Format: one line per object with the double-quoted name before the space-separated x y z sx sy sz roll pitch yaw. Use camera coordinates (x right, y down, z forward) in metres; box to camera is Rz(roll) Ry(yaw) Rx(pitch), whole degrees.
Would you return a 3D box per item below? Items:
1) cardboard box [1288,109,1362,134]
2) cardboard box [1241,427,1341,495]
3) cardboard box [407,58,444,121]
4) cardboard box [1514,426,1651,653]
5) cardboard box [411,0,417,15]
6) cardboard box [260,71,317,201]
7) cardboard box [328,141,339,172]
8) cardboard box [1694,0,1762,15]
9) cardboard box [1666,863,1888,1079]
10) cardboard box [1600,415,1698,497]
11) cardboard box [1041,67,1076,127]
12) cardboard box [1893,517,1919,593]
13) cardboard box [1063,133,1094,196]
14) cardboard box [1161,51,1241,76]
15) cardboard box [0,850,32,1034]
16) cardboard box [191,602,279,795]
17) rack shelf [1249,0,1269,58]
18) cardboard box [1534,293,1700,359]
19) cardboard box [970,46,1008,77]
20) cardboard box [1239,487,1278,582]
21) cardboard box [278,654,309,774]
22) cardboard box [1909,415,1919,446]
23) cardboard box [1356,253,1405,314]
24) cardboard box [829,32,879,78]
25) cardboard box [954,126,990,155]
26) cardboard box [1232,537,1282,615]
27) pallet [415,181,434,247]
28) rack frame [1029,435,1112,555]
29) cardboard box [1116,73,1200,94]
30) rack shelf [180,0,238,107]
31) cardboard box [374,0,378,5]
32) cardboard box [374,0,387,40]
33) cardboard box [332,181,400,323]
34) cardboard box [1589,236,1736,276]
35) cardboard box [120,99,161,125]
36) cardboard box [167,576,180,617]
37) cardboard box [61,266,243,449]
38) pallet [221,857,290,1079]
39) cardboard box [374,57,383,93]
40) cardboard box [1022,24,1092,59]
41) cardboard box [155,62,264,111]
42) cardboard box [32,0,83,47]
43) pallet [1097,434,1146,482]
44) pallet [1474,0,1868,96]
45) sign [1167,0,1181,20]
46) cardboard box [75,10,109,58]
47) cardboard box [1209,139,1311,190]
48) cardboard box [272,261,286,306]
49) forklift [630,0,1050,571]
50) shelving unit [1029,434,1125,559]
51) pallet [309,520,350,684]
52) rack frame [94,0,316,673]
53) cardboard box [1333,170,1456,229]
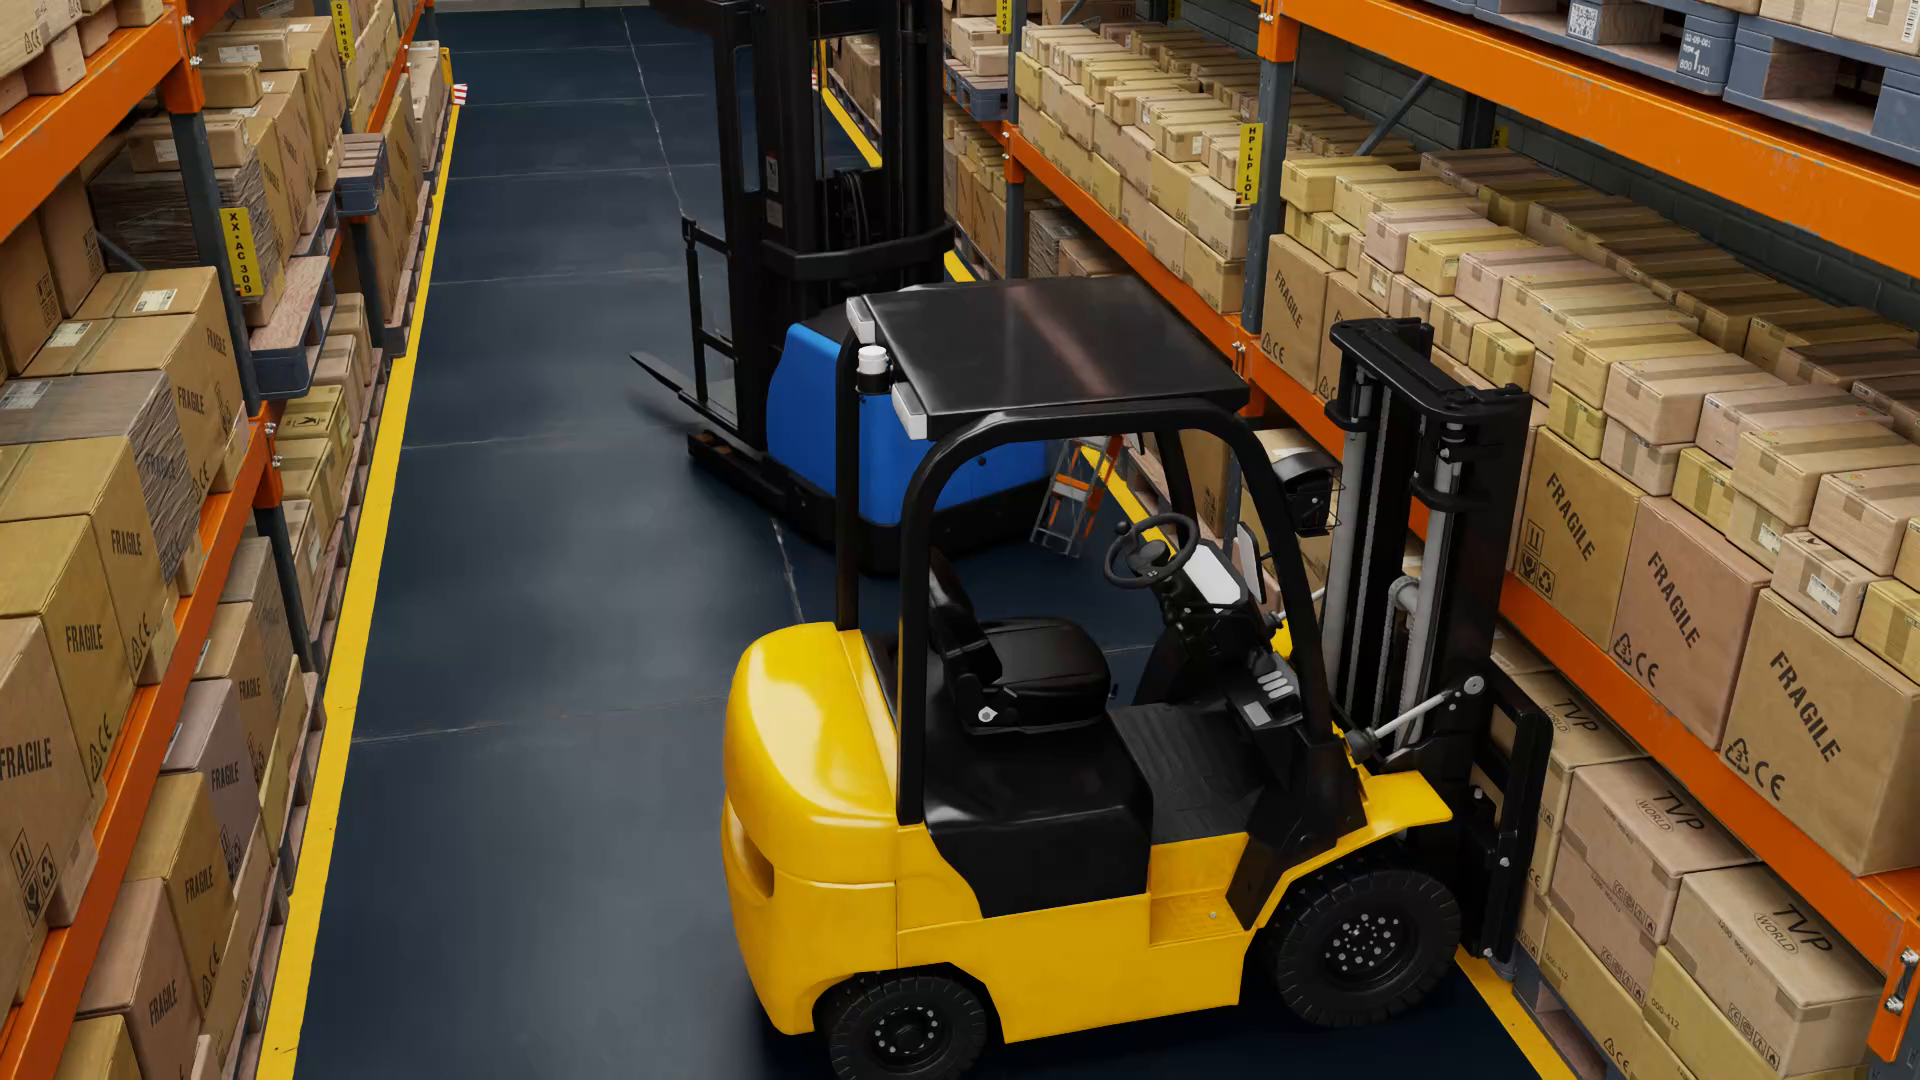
"cardboard box" 1.690 -1.955 7.964 0.380 0.149 0.250 -6 27 -12
"cardboard box" 1.506 -0.264 6.920 0.500 0.250 0.500 -6 27 -12
"cardboard box" -5.376 -4.228 15.674 0.875 0.438 0.875 -5 27 -10
"cardboard box" 2.014 -0.034 4.877 0.500 0.500 0.500 -6 27 -13
"cardboard box" -5.001 -4.826 14.371 0.500 0.500 0.500 -6 27 -11
"cardboard box" -3.296 -1.859 7.697 0.500 0.500 0.500 -7 28 -14
"cardboard box" -3.450 -1.980 8.657 0.380 0.149 0.250 -7 28 -14
"cardboard box" 2.134 -1.591 4.057 0.700 0.500 0.500 -6 27 -11
"cardboard box" 2.197 1.077 4.263 0.500 0.250 0.500 -5 27 -10
"cardboard box" 2.017 -0.256 4.597 0.380 0.149 0.250 -7 28 -13
"cardboard box" 0.775 -2.575 9.634 0.500 0.250 0.500 -5 27 -10
"cardboard box" 2.318 0.051 3.659 0.380 0.149 0.250 -6 27 -11
"cardboard box" 0.895 -2.125 9.297 0.500 0.250 0.500 -7 28 -13
"cardboard box" 1.345 -2.623 9.288 0.380 0.149 0.250 -6 27 -12
"cardboard box" -2.067 0.746 3.002 0.500 0.500 0.500 -6 27 -12
"cardboard box" -2.621 0.564 5.556 0.500 0.500 0.500 -5 27 -11
"rack shelf" 1.252 -2.998 8.330 1.077 0.370 4.000 -6 27 -12
"cardboard box" 1.967 -0.622 4.992 0.380 0.149 0.250 -6 27 -11
"cardboard box" 0.280 -3.183 11.040 0.380 0.149 0.250 -5 27 -11
"cardboard box" 1.511 -0.042 7.034 0.500 0.250 0.500 -6 27 -12
"cardboard box" -2.737 0.676 6.167 0.500 0.250 0.500 -5 27 -9
"cardboard box" 2.637 -0.215 4.186 0.380 0.149 0.250 -5 27 -11
"cardboard box" 1.647 -0.929 5.930 0.380 0.149 0.250 -5 27 -10
"cardboard box" -0.956 -5.165 17.458 0.797 0.503 0.637 -7 28 -14
"cardboard box" 0.172 -2.995 12.444 0.380 0.149 0.250 -7 28 -14
"cardboard box" 1.489 0.184 7.142 0.500 0.250 0.500 -6 27 -11
"pallet" -4.688 -2.532 13.033 1.003 0.211 1.213 -6 27 -12
"rack frame" 0.598 -0.454 7.838 0.200 1.050 0.008 21 2 17
"cardboard box" 1.040 -2.353 8.751 0.380 0.149 0.250 -6 27 -12
"rack shelf" -3.583 -2.492 7.328 1.077 0.370 4.000 -6 27 -12
"cardboard box" -4.371 -3.978 11.581 0.500 0.500 0.500 -5 27 -10
"cardboard box" -4.357 -3.650 11.765 0.500 0.250 0.500 -5 27 -10
"cardboard box" -4.109 -1.903 10.583 0.875 0.875 0.875 -6 27 -12
"cardboard box" 2.326 -0.894 5.532 0.380 0.149 0.250 -6 27 -12
"cardboard box" -3.683 -1.585 7.155 0.500 0.500 0.500 -5 27 -10
"cardboard box" -2.502 0.187 4.829 0.380 0.149 0.250 -6 27 -13
"cardboard box" -2.790 -0.604 5.677 0.500 0.500 0.500 -7 28 -13
"pallet" -2.668 1.476 5.091 1.003 0.211 1.213 -6 27 -12
"cardboard box" -4.259 -3.197 11.421 0.500 0.250 0.500 -6 27 -12
"cardboard box" 0.586 -3.022 10.078 0.380 0.149 0.250 -5 27 -10
"cardboard box" -3.239 -1.960 7.177 0.380 0.149 0.250 -4 27 -9
"cardboard box" -2.555 -1.388 4.178 0.500 0.250 0.500 -6 27 -12
"pallet" 1.220 -0.713 9.429 1.003 0.211 1.213 -6 27 -12
"pallet" 2.192 -1.495 4.653 1.003 0.211 1.213 -6 27 -12
"sign" 1.341 -3.433 10.437 0.100 0.325 0.005 -6 27 -12
"cardboard box" -2.712 -1.486 4.815 0.380 0.149 0.250 -6 27 -11
"cardboard box" 1.334 -1.675 7.409 0.380 0.149 0.250 -6 27 -12
"cardboard box" -2.997 -1.057 6.828 0.380 0.149 0.250 -5 27 -11
"forklift" -0.826 -1.767 8.499 1.130 2.935 3.031 -18 32 -32
"shelving unit" 0.633 -0.444 7.955 0.215 1.050 0.252 21 2 17
"pallet" -3.309 0.307 7.408 1.003 0.211 1.213 -6 27 -12
"rack frame" -3.132 -0.596 6.103 1.000 3.000 0.127 -6 27 -12
"cardboard box" 1.650 -1.295 6.326 0.380 0.149 0.250 -6 27 -11
